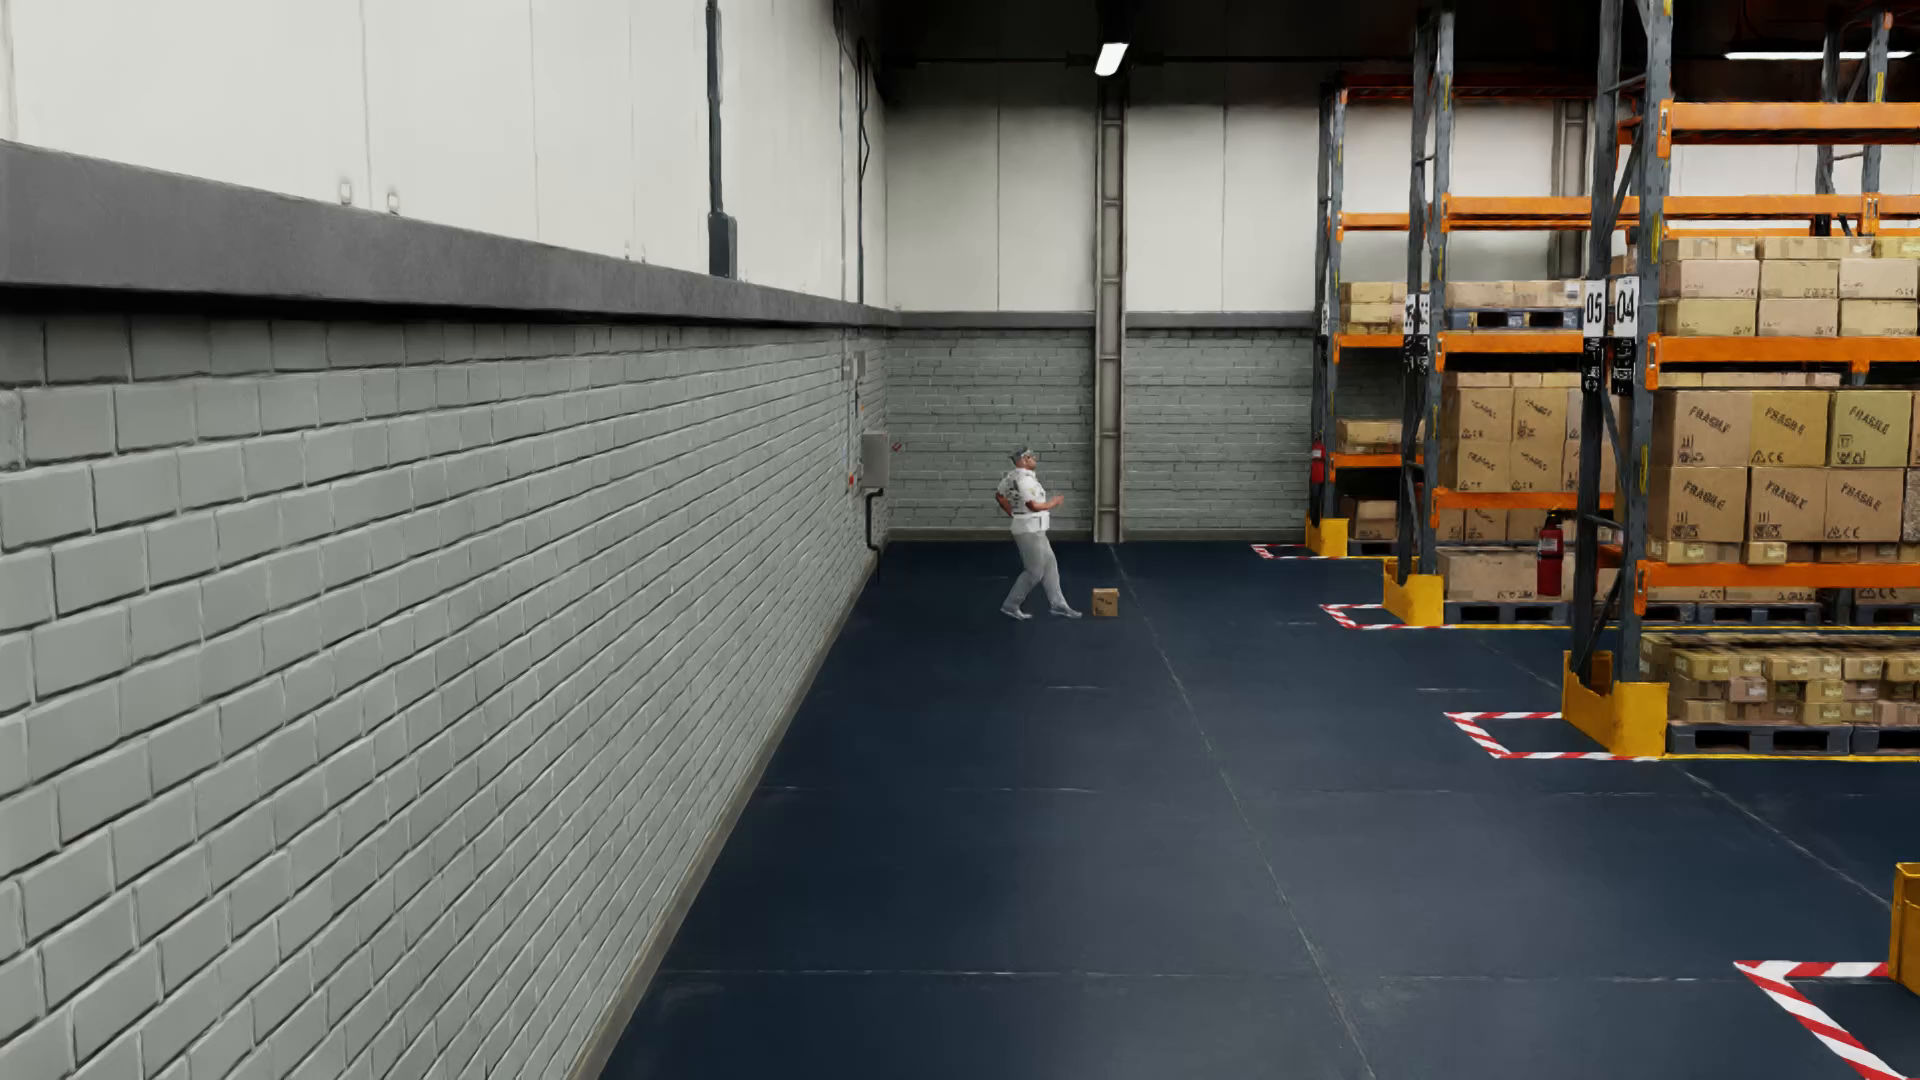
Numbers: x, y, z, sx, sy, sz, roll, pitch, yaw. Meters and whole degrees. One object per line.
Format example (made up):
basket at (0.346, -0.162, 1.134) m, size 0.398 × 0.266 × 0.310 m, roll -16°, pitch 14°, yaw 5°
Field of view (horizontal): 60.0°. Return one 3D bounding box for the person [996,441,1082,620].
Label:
person at (0.787, -0.084, 16.370) m, size 0.858 × 1.768 × 0.621 m, roll 0°, pitch 7°, yaw 0°
